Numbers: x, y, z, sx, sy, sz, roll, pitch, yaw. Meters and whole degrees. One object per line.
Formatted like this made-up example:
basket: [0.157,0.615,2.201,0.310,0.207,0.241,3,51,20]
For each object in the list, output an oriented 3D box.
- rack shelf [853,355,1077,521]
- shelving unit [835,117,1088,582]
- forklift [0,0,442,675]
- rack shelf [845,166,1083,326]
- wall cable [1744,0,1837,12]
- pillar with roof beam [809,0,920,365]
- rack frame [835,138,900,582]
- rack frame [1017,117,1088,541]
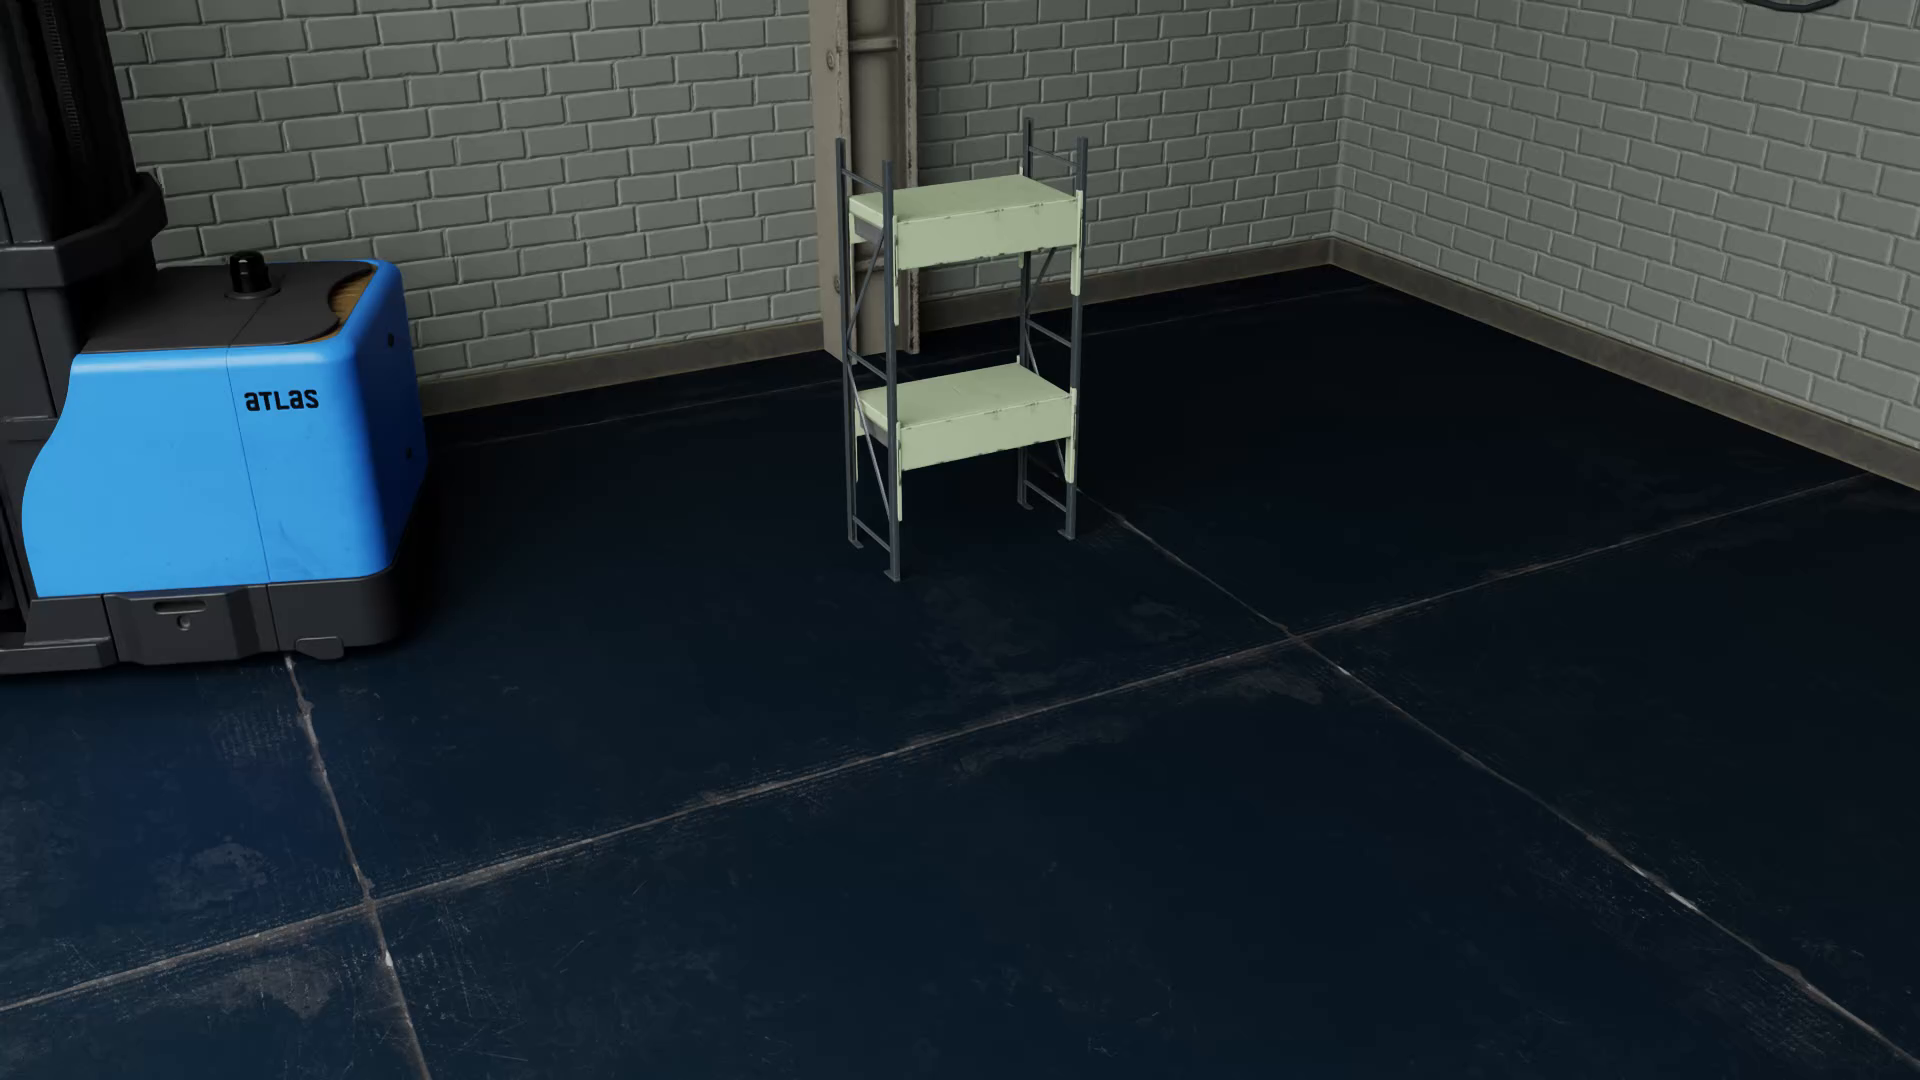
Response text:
rack shelf: [0.006,-0.384,6.069,0.720,0.370,0.431,-13,29,-25]
shelving unit: [0.006,-0.677,5.928,0.755,1.500,0.431,-13,29,-25]
forklift: [-3.382,-1.054,5.059,3.031,2.935,1.130,-4,26,-7]
rack shelf: [0.006,-1.029,5.759,0.720,0.370,0.431,-13,29,-25]
wall cable: [2.782,-3.690,7.127,0.112,2.526,3.097,-13,29,-25]
pillar with roof beam: [1.586,-3.351,2.832,0.400,9.000,9.100,-13,29,-25]
rack frame: [-0.317,-0.603,5.773,0.023,1.500,0.400,-13,29,-25]
rack frame: [0.329,-0.752,6.083,0.023,1.500,0.400,-13,29,-25]
